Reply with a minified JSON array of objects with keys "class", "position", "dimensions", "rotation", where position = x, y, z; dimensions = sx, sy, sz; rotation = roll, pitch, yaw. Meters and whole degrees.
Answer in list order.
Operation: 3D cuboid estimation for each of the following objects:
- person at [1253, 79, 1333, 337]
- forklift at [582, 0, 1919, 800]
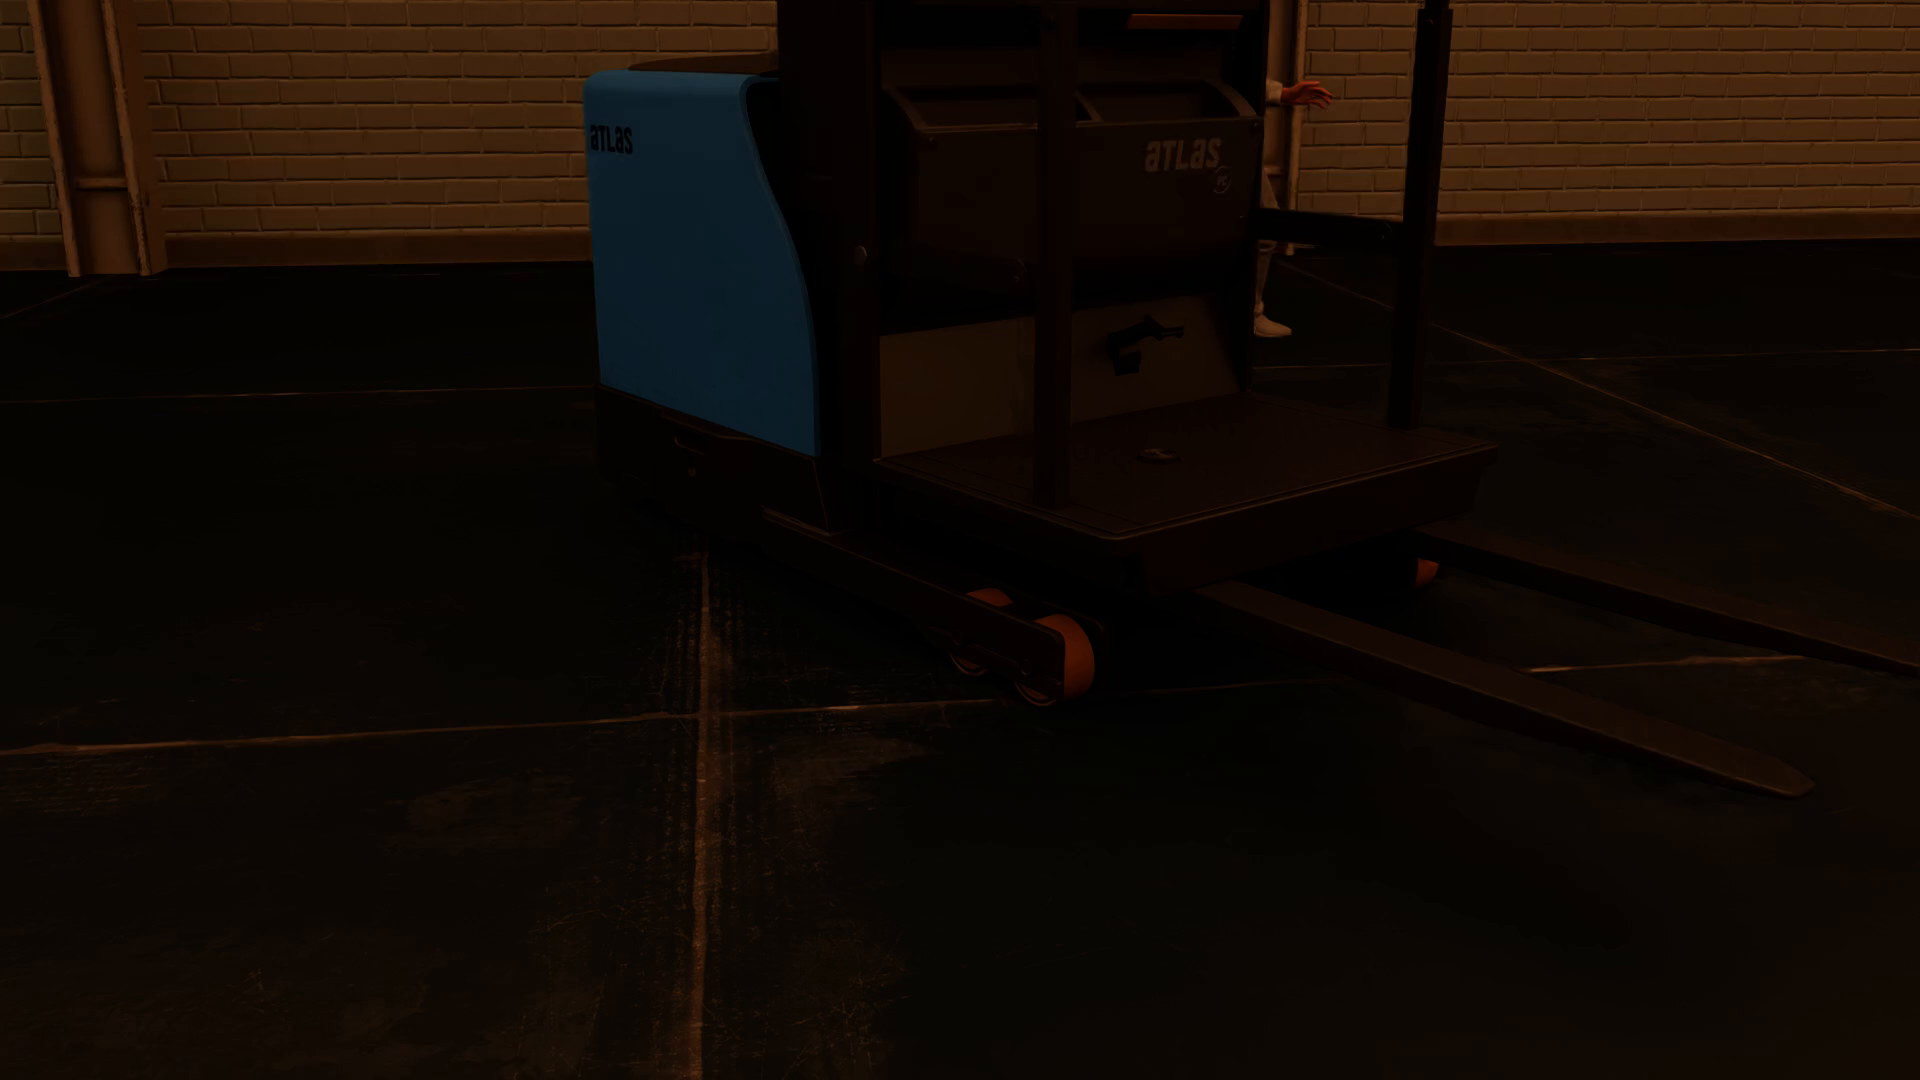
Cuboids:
[{"class":"person","position":[1.075,-1.534,6.266],"dimensions":[0.797,1.648,0.788],"rotation":[-5,18,-17]},{"class":"forklift","position":[0.380,-1.266,3.086],"dimensions":[1.130,2.935,3.031],"rotation":[-13,21,-37]}]
